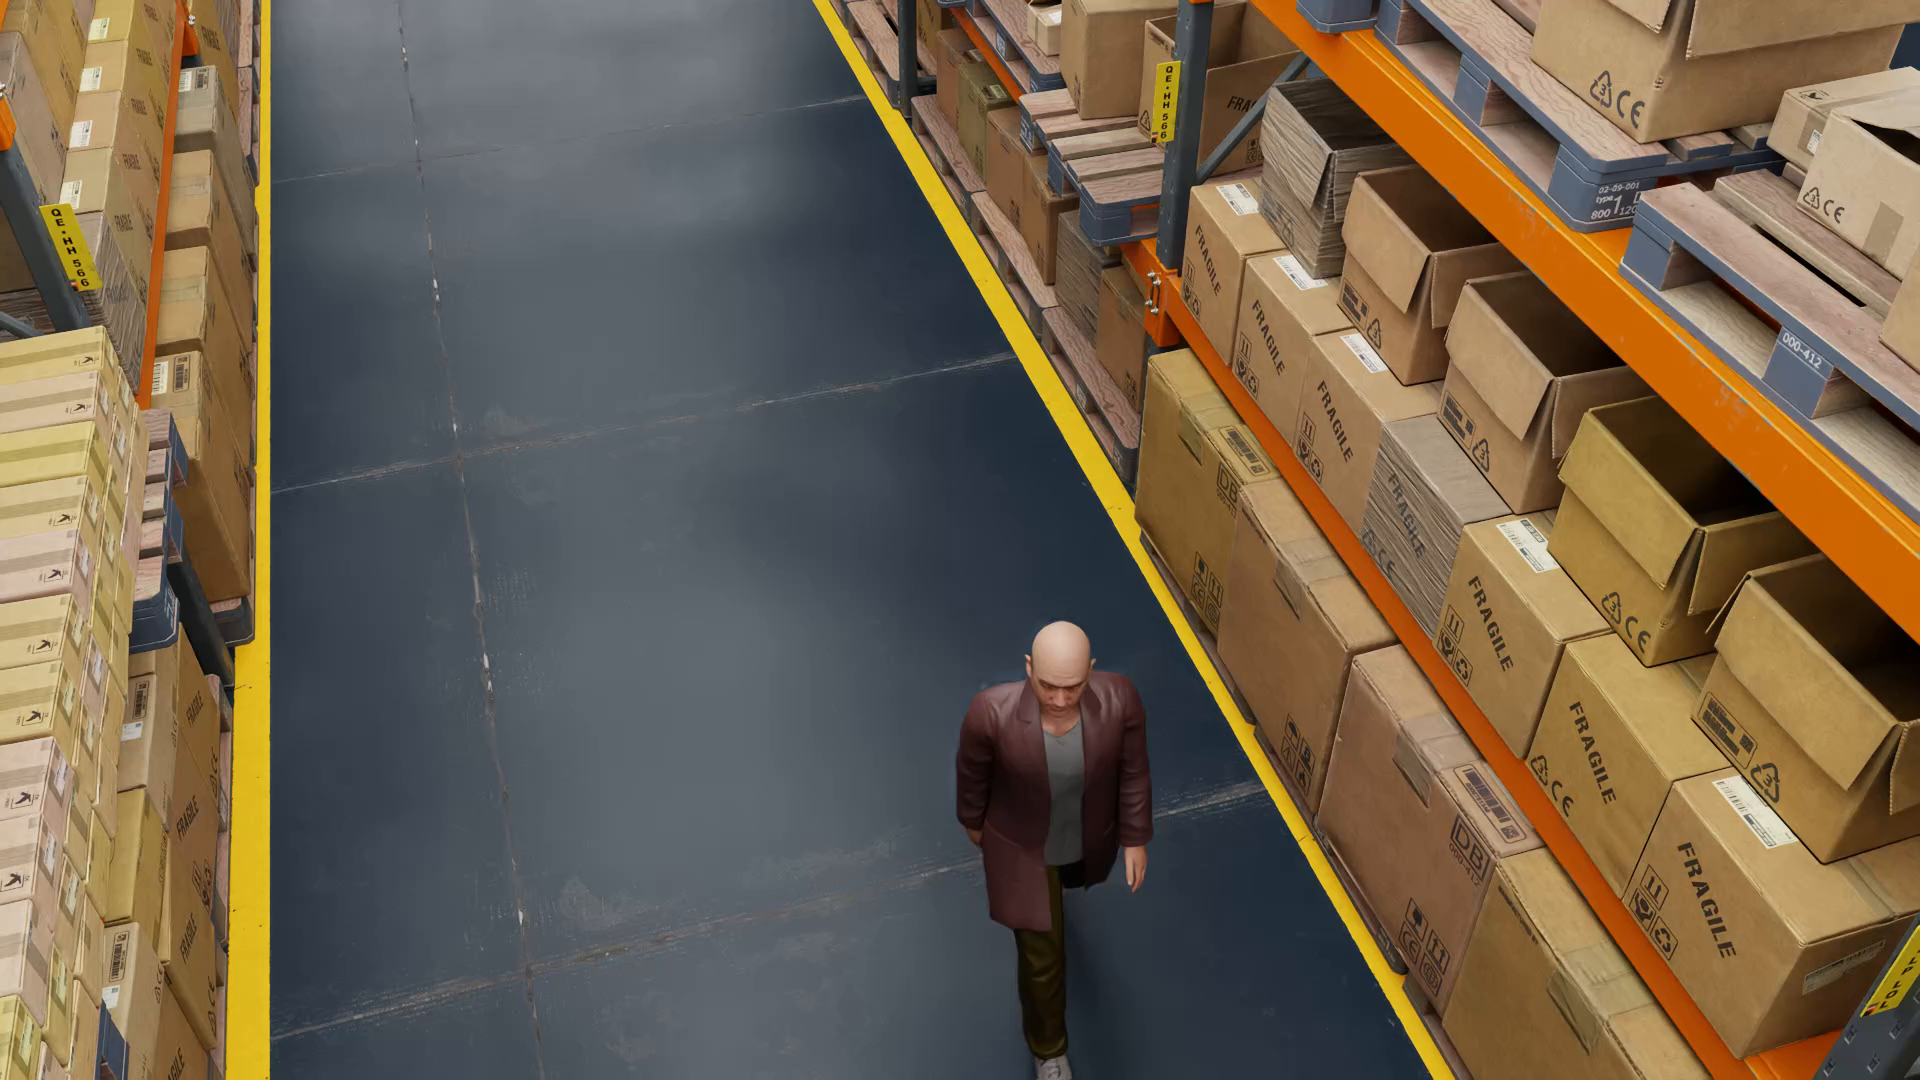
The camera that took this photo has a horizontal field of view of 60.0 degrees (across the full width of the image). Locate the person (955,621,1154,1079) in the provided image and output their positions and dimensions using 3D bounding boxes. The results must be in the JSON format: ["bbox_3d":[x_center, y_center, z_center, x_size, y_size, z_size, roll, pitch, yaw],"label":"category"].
[{"bbox_3d":[0.281,0.862,5.201,0.576,1.733,1.132,-10,43,-11],"label":"person"}]
